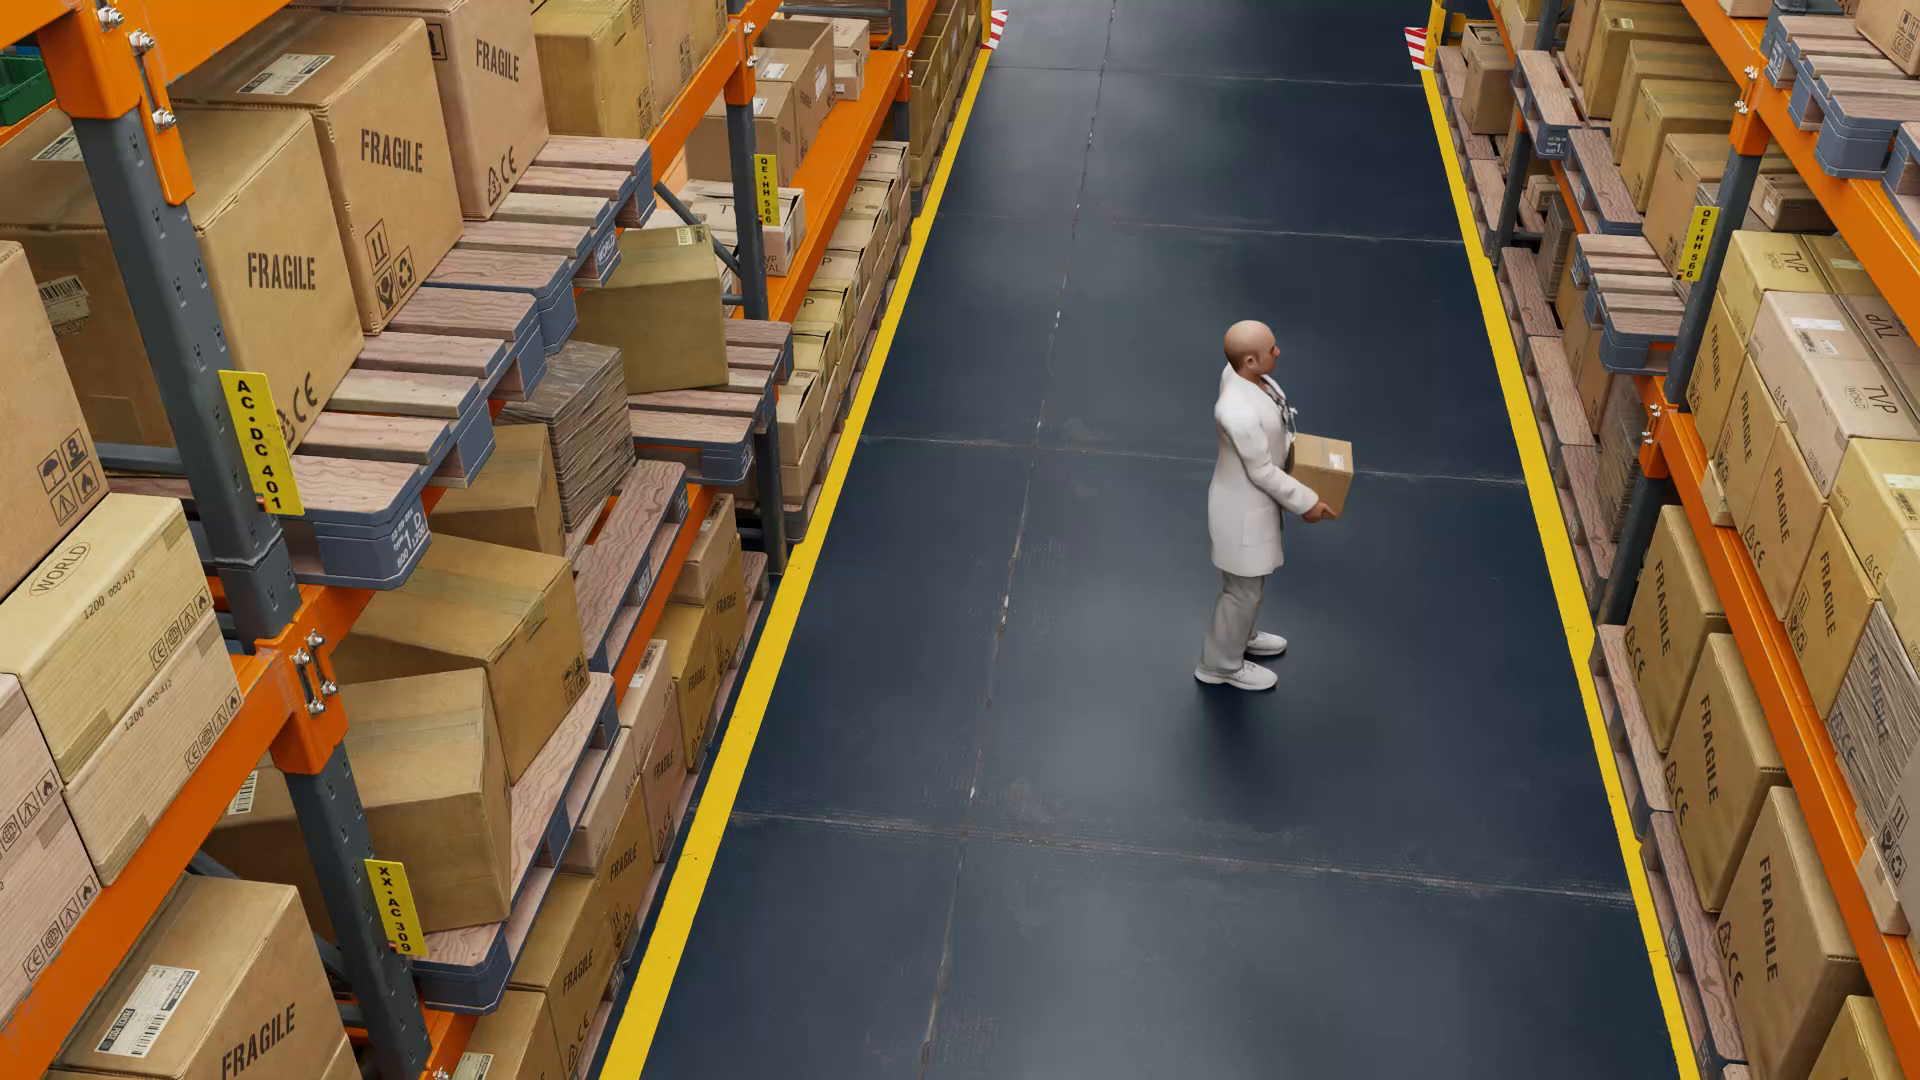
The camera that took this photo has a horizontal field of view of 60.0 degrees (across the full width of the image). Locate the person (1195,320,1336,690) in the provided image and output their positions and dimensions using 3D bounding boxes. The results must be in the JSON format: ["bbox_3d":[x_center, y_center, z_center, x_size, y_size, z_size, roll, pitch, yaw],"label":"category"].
[{"bbox_3d":[1.348,-0.145,7.262,0.552,1.772,0.529,5,36,7],"label":"person"}]
